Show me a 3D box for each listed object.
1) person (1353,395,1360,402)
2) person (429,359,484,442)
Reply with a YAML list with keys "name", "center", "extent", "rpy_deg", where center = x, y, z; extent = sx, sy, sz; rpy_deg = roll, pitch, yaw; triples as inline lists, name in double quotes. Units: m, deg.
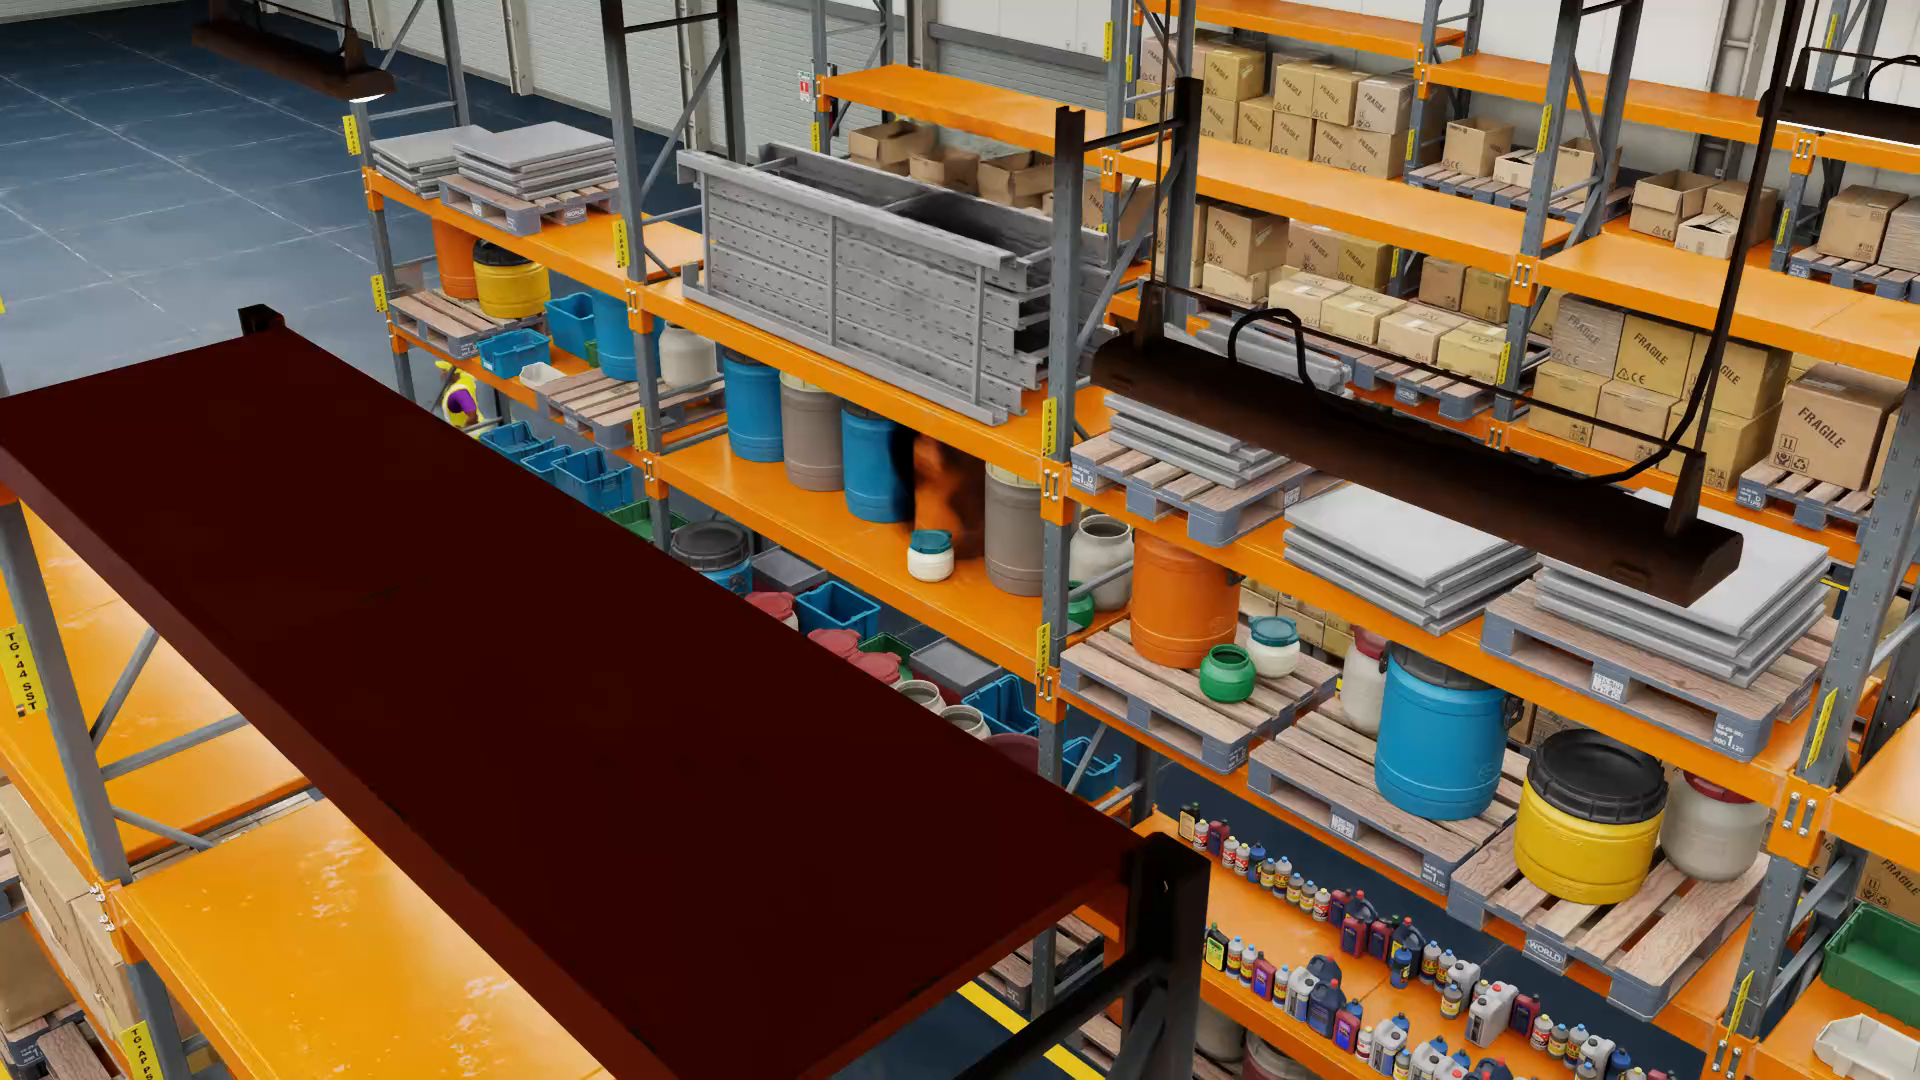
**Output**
- name: "person"
  center: [3.768, -1.131, 17.225]
  extent: [0.744, 1.732, 0.582]
  rpy_deg: [18, 33, 30]
- name: "person"
  center: [-5.108, -1.085, 17.064]
  extent: [0.678, 1.769, 0.701]
  rpy_deg: [0, 28, 0]
